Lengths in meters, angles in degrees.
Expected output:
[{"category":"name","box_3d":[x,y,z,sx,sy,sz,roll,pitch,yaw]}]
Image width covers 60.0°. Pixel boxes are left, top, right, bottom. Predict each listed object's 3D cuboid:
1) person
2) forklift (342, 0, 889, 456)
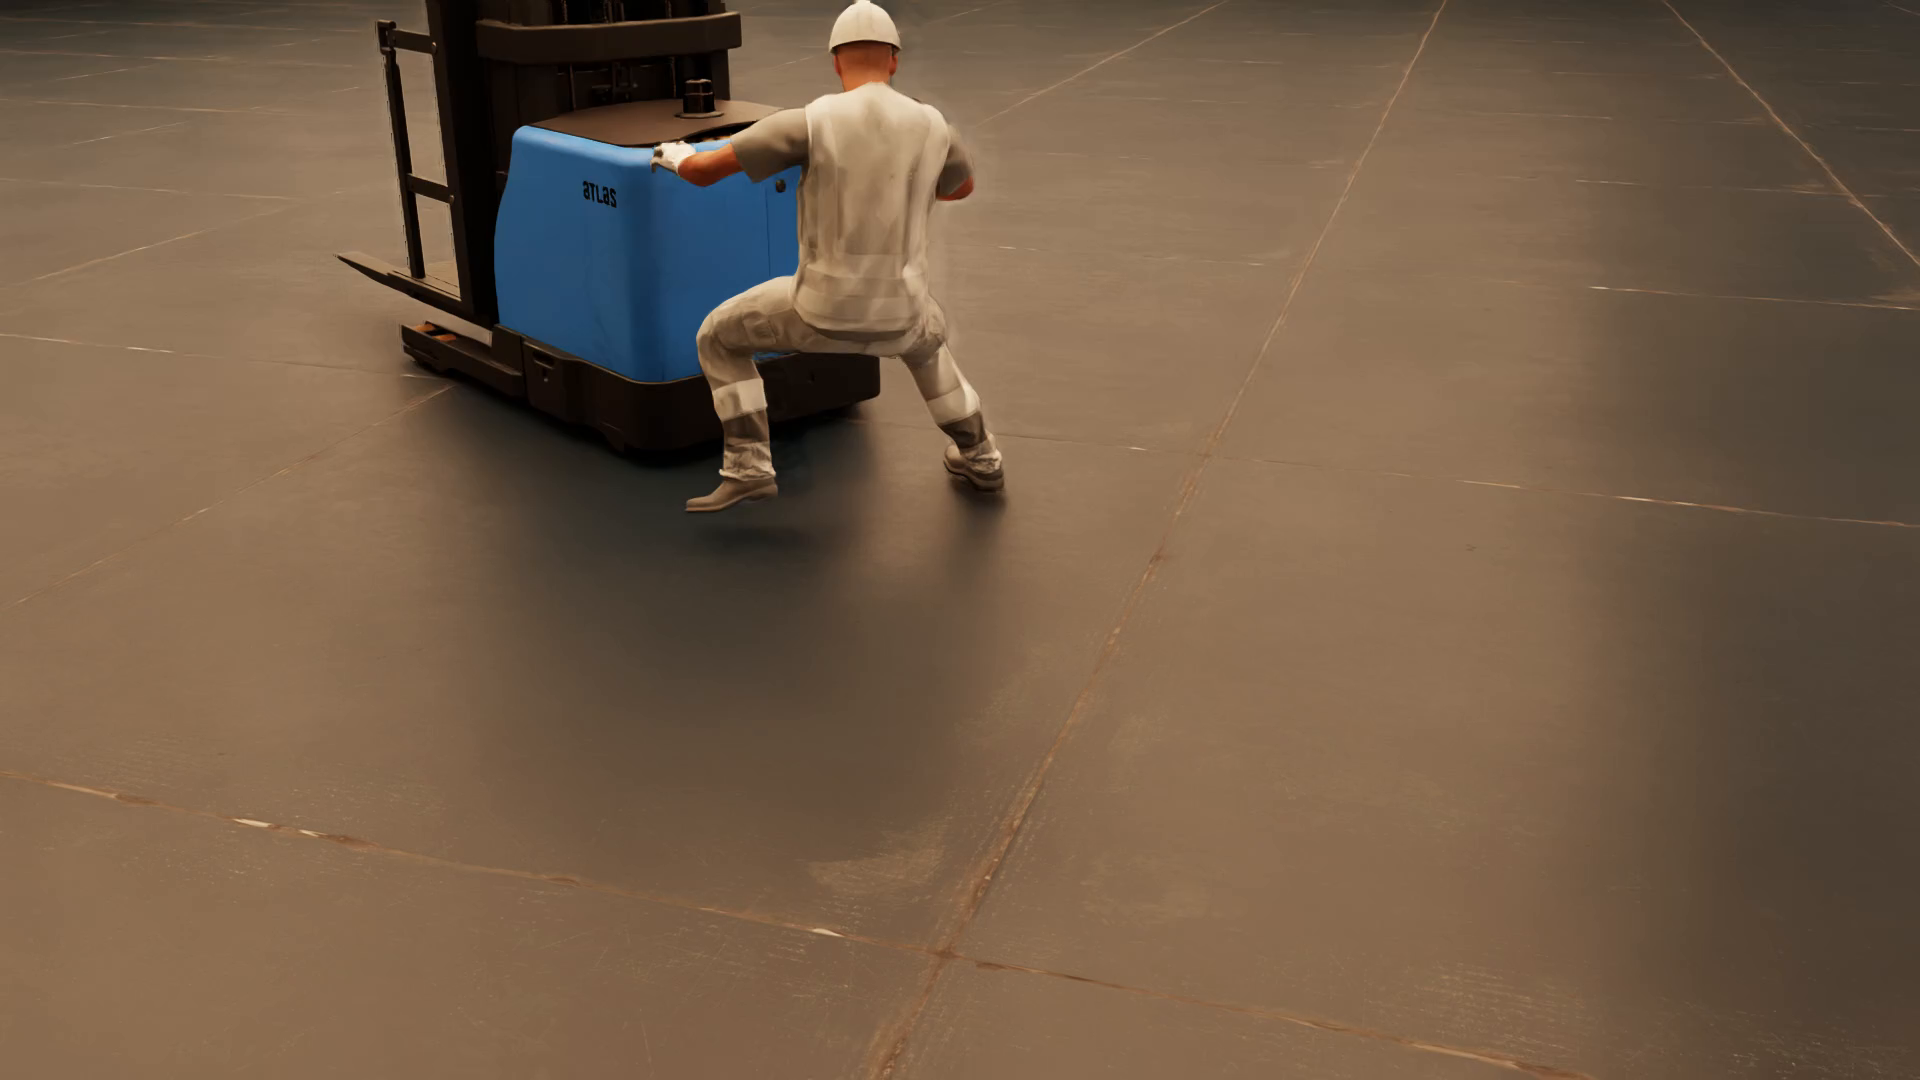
[{"category":"person","box_3d":[-0.456,-0.816,4.990,1.236,1.532,0.687,-3,23,-8]},{"category":"forklift","box_3d":[-1.622,-2.124,6.425,1.130,2.935,3.031,-19,29,-38]}]
